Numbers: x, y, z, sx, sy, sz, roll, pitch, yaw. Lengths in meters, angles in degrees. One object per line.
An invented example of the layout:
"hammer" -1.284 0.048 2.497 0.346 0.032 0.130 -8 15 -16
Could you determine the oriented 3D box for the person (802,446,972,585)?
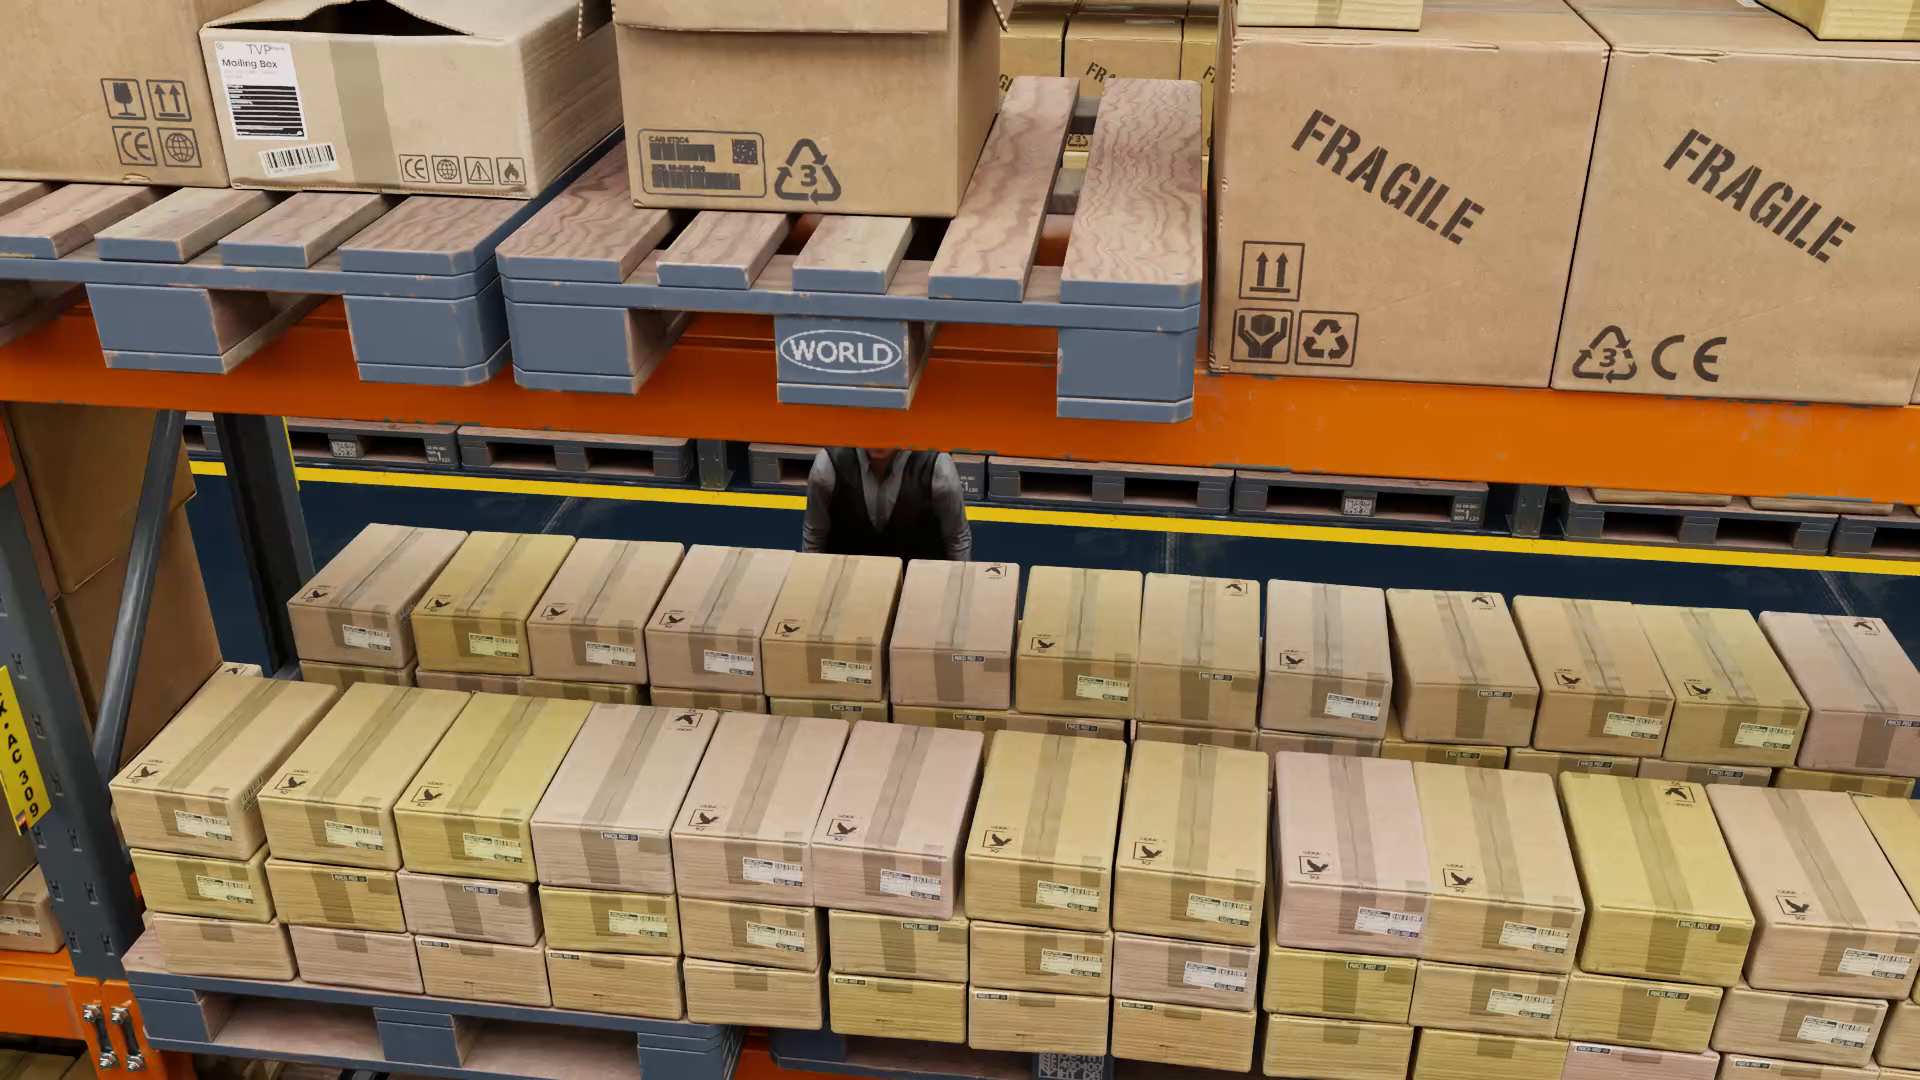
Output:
"person" -0.252 0.217 5.743 0.582 1.721 0.412 3 28 6
